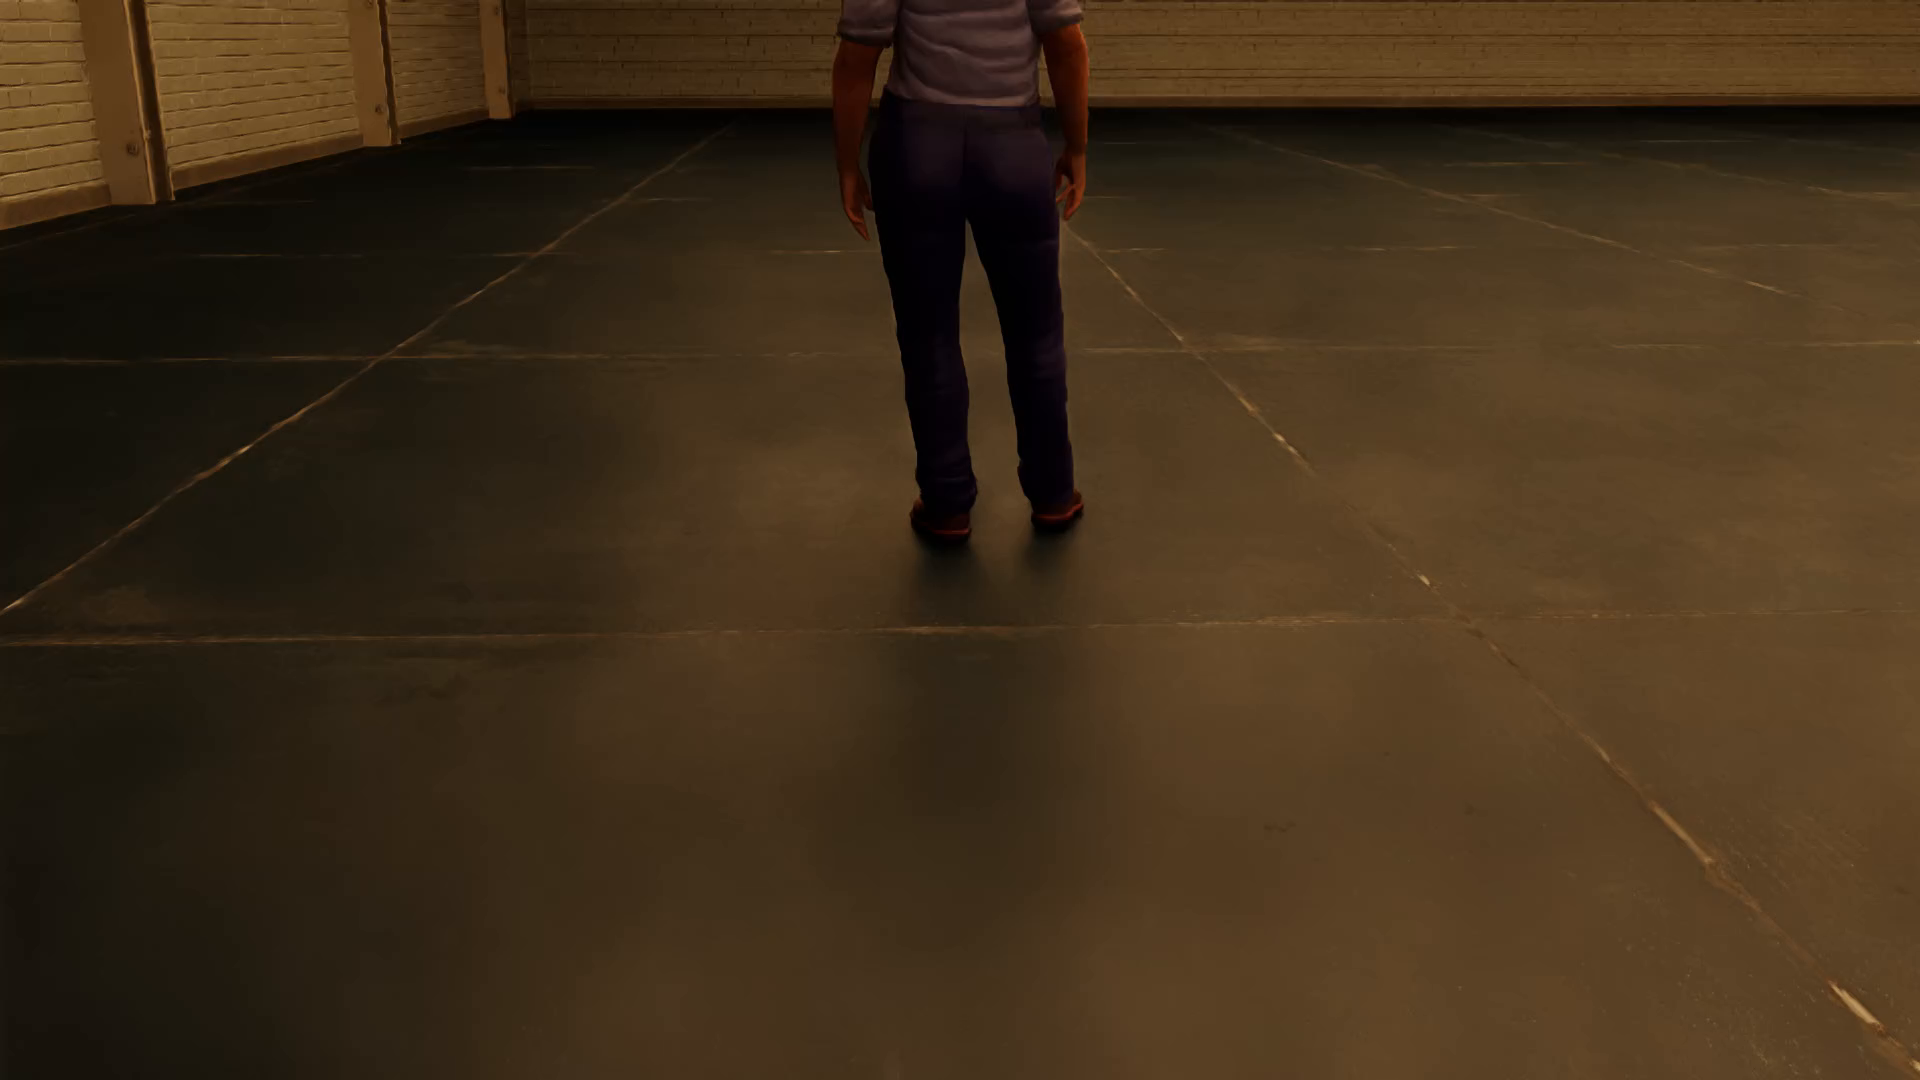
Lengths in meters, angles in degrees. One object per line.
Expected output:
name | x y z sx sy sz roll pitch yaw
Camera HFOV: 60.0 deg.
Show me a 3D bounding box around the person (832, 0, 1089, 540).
person | 0.018 -0.815 3.764 0.599 1.637 0.502 -1 17 -3
